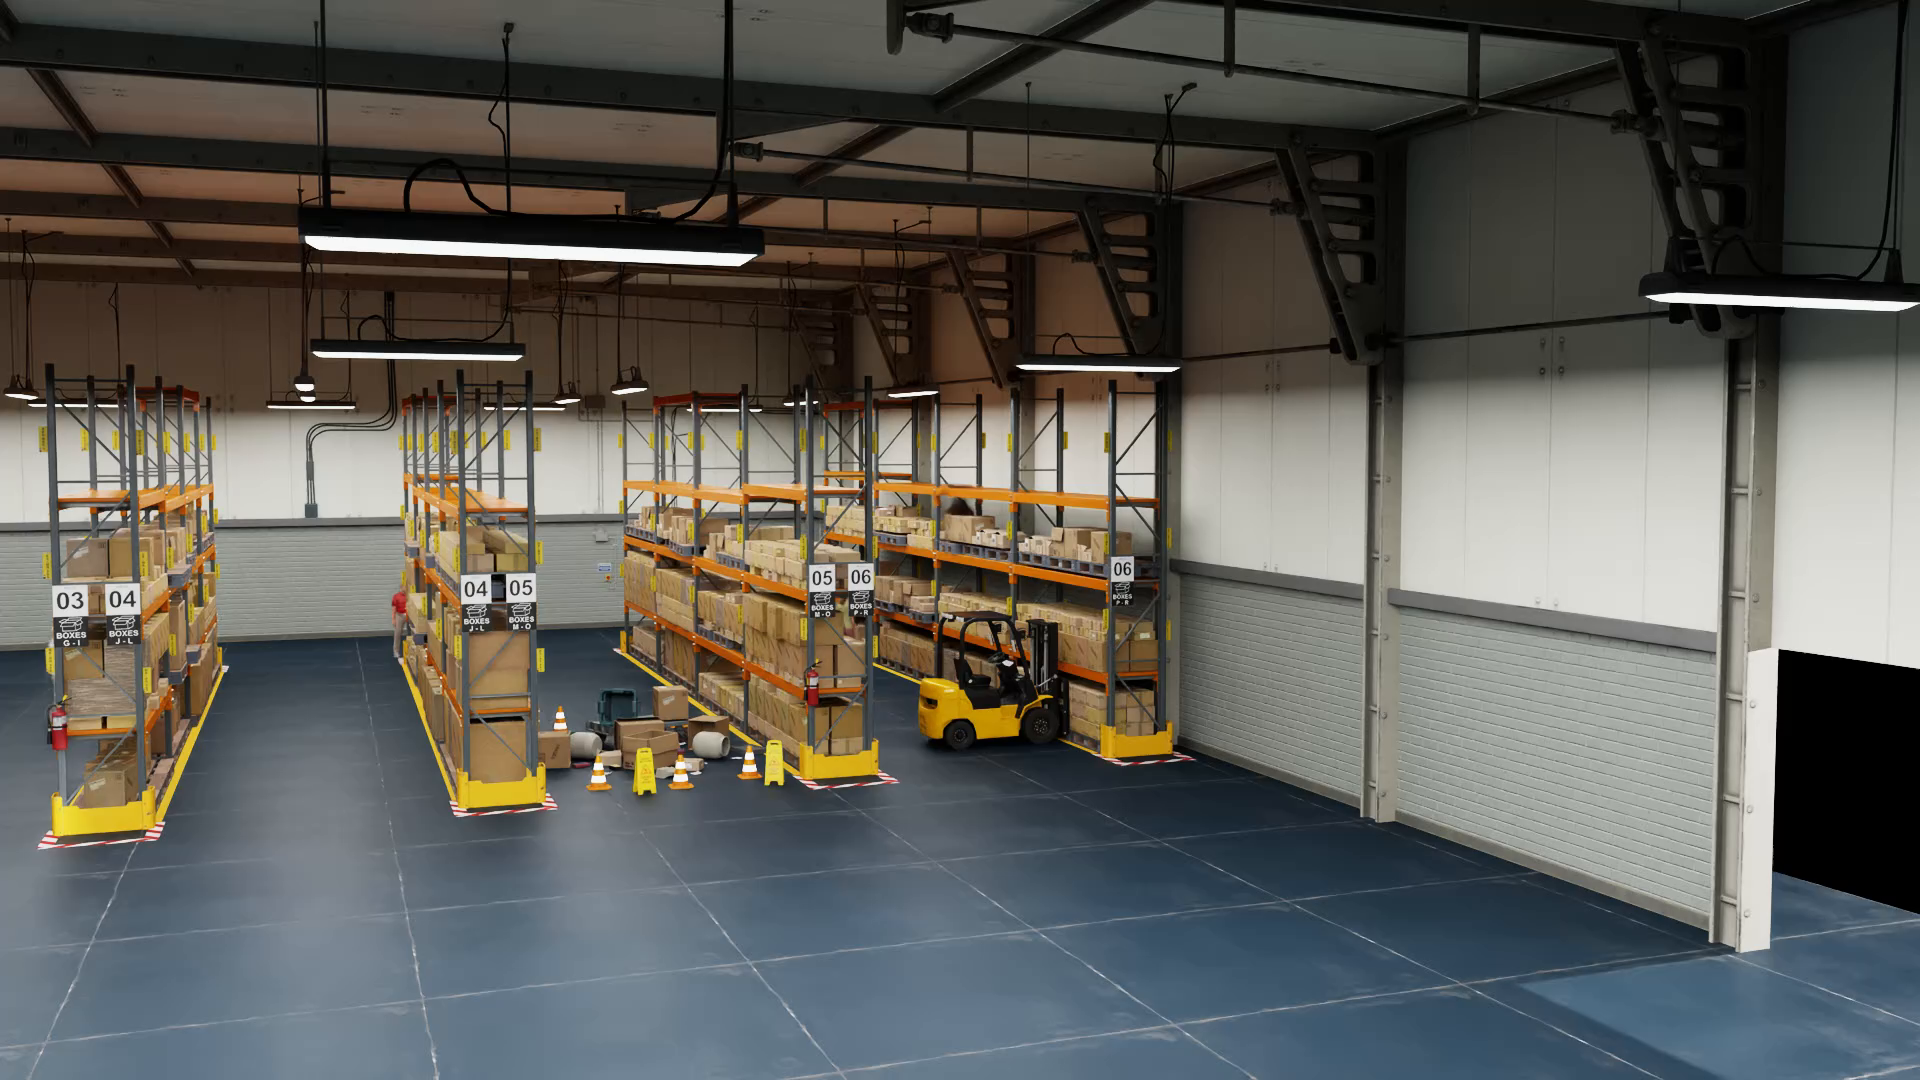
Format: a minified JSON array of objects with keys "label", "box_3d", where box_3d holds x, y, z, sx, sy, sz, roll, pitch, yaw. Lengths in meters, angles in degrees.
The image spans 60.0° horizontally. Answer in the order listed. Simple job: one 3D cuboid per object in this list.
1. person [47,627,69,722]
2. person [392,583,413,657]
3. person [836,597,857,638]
[{"label":"person","box_3d":[-15.976,2.378,29.561,0.426,1.791,0.573,-2,4,-32]},{"label":"person","box_3d":[-13.030,1.865,39.019,0.578,1.732,0.433,-2,4,-25]},{"label":"person","box_3d":[-2.446,1.945,35.528,0.507,1.694,0.388,2,4,32]}]
